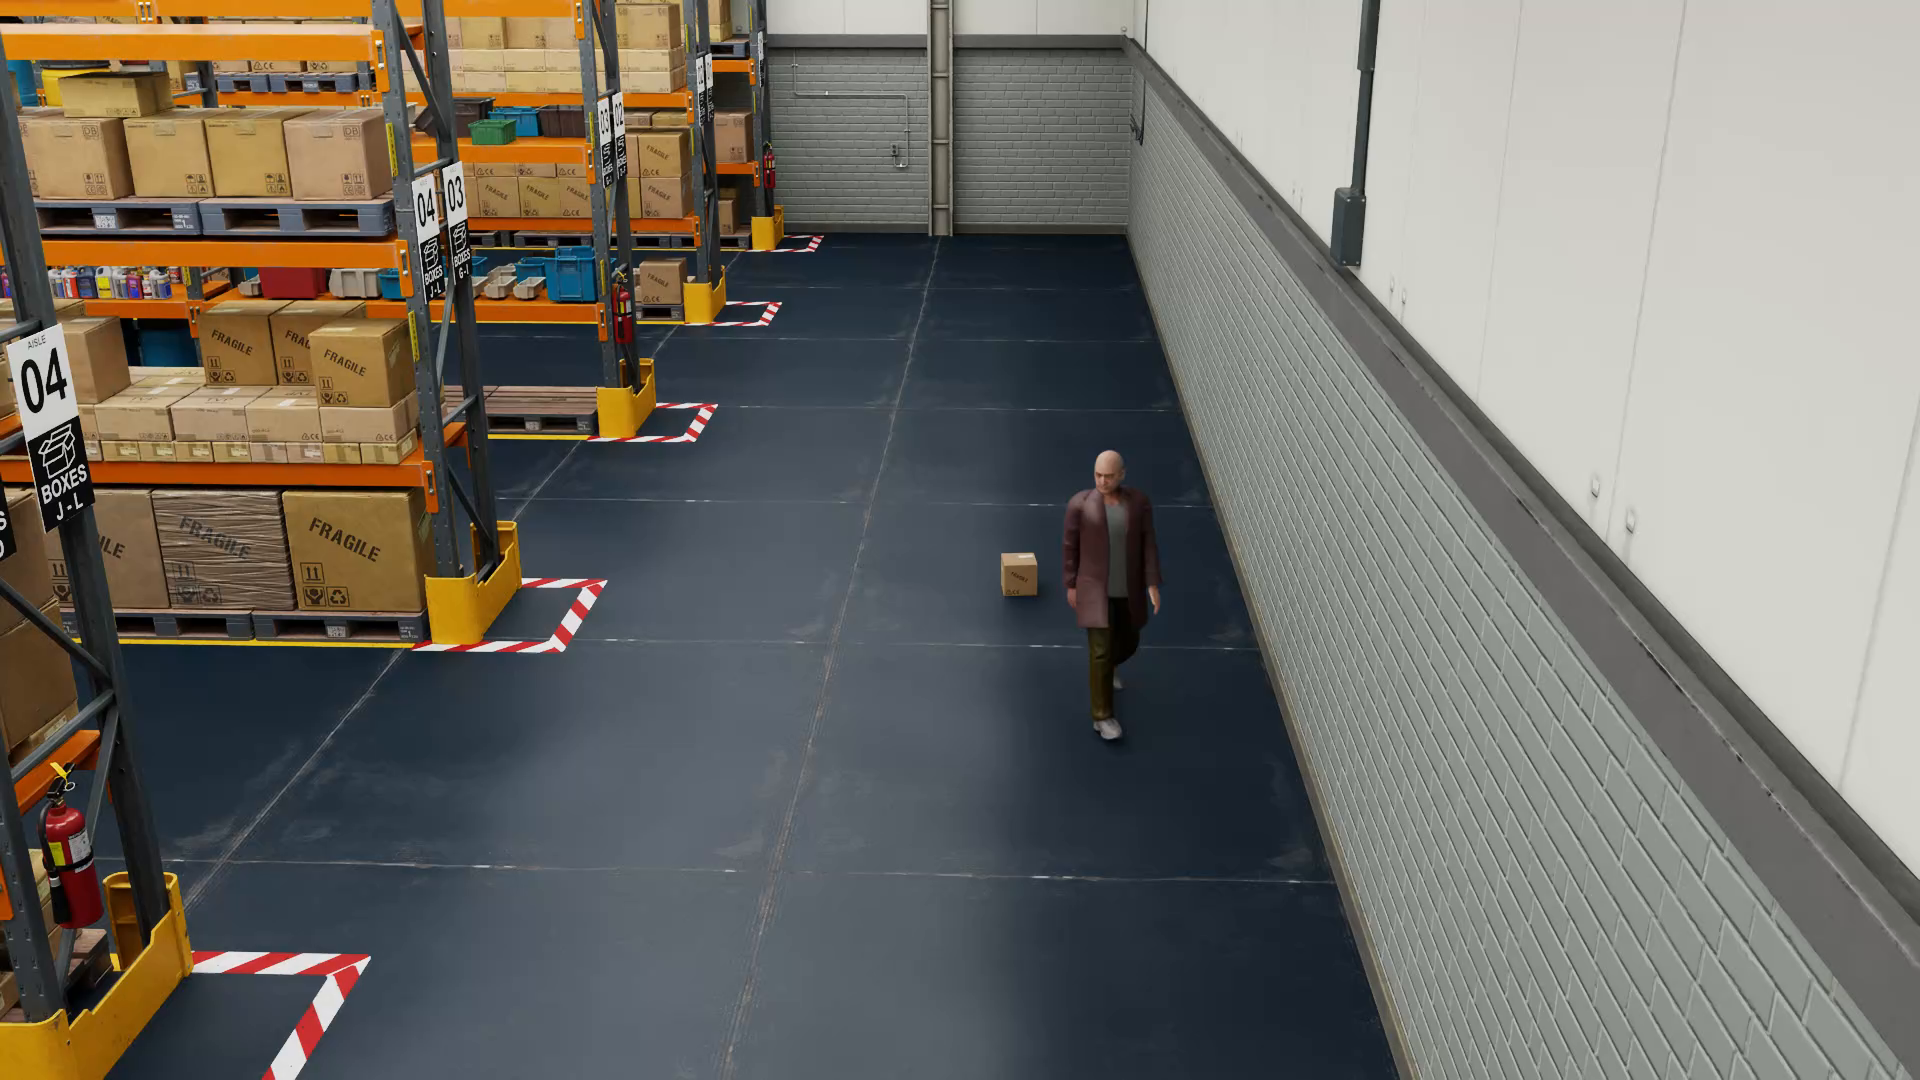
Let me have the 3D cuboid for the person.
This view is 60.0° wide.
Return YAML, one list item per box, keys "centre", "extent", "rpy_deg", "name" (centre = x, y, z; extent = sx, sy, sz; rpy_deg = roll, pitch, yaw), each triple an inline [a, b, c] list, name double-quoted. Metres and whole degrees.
- centre: [0.944, 0.288, 10.320]
  extent: [0.602, 1.752, 0.979]
  rpy_deg: [-4, 21, -11]
  name: "person"
